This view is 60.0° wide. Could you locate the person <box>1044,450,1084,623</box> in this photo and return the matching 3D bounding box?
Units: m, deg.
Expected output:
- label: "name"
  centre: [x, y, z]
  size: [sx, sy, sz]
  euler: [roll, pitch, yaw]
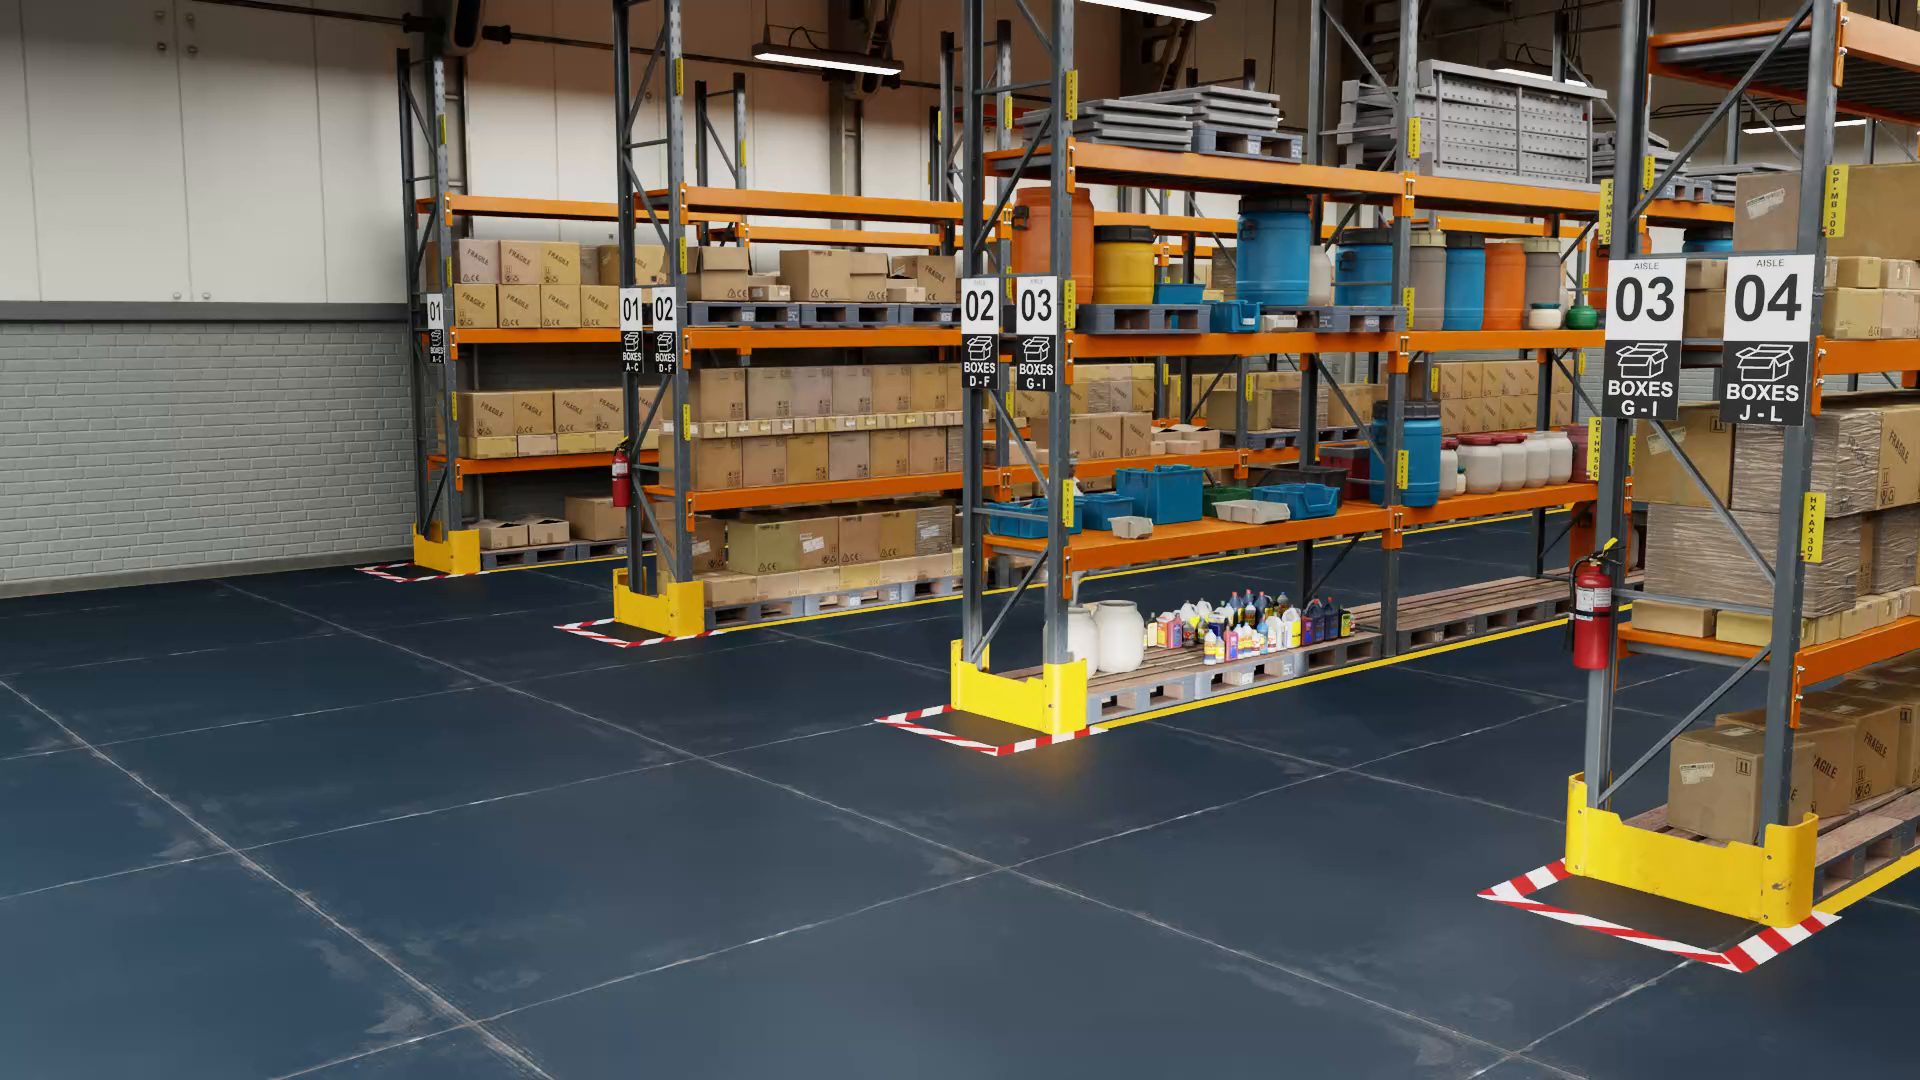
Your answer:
- label: "person"
  centre: [1.022, -0.025, 15.933]
  size: [0.436, 1.678, 0.339]
  euler: [-6, 10, -39]
